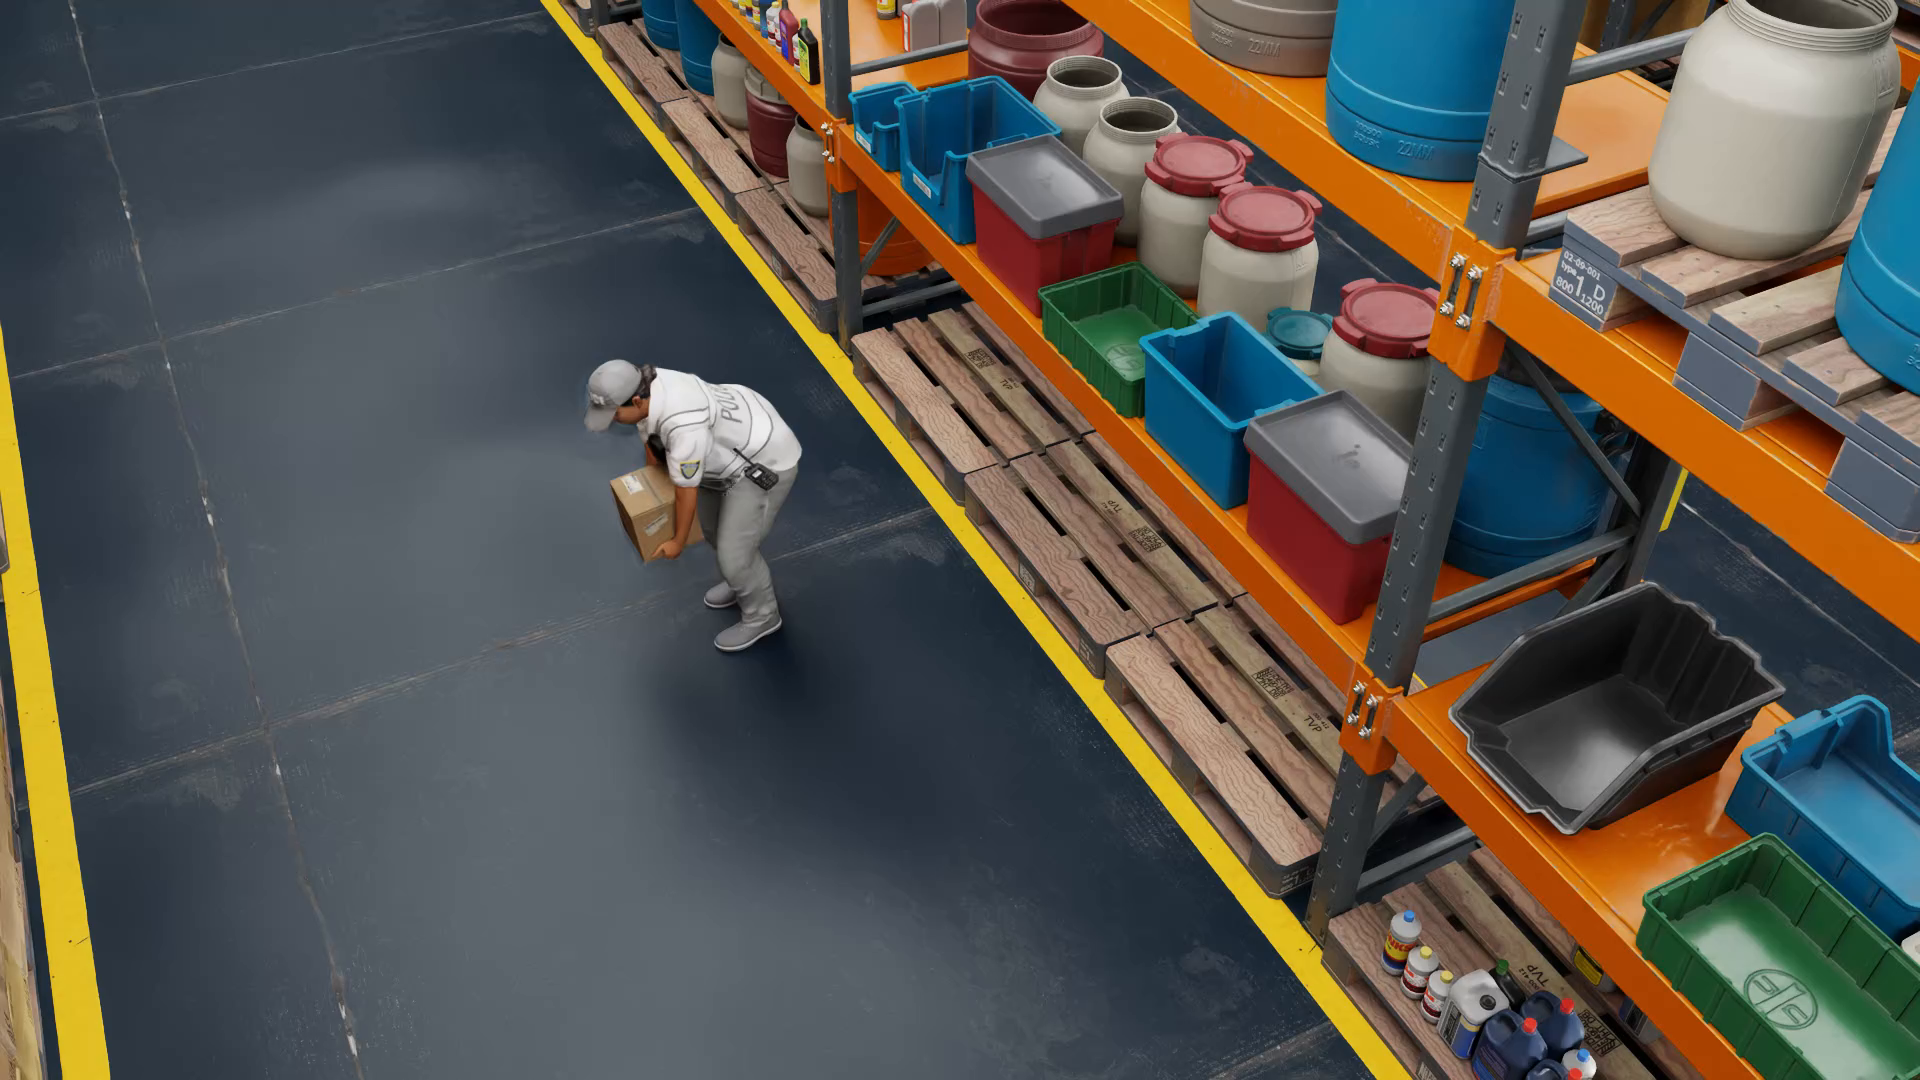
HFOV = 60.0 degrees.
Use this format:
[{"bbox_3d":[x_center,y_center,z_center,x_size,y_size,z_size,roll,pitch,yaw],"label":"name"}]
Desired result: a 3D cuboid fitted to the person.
[{"bbox_3d":[-1.019,-0.178,6.527,0.809,1.449,0.461,-20,45,-21],"label":"person"}]
